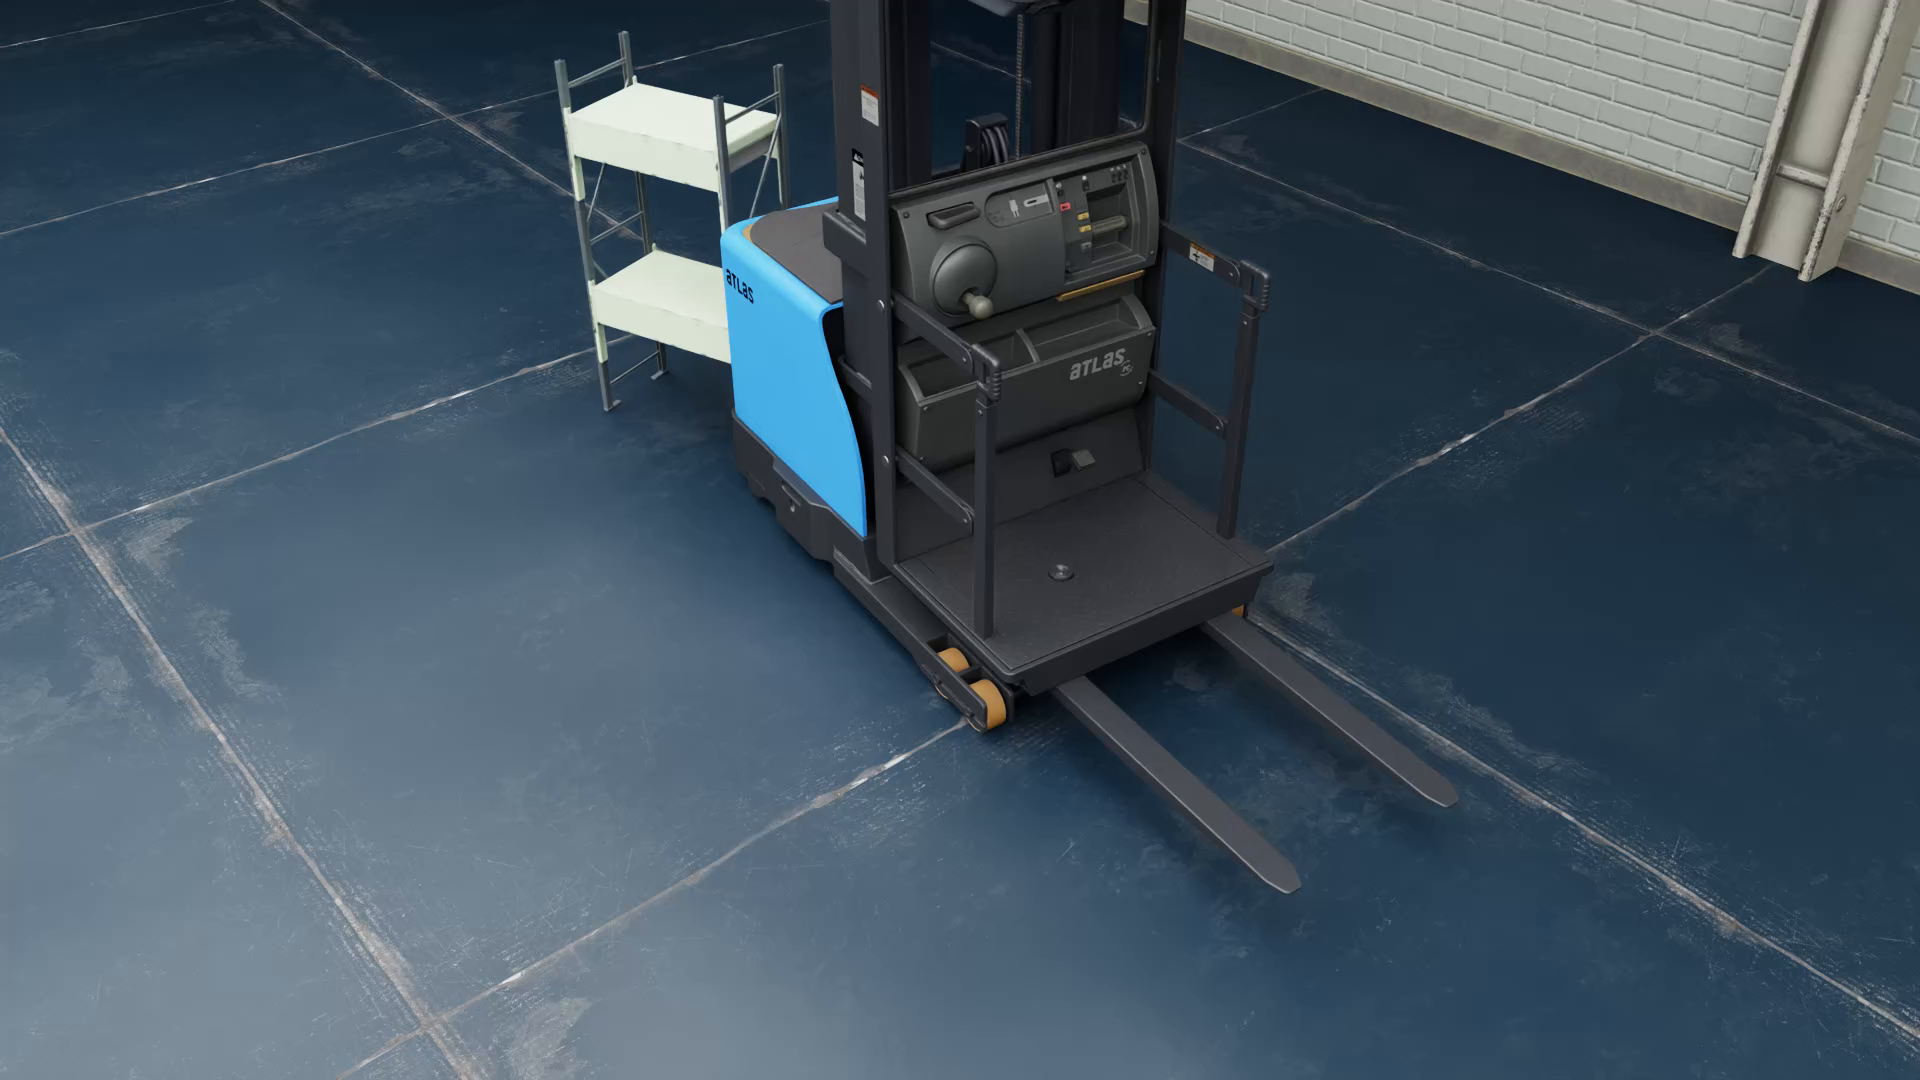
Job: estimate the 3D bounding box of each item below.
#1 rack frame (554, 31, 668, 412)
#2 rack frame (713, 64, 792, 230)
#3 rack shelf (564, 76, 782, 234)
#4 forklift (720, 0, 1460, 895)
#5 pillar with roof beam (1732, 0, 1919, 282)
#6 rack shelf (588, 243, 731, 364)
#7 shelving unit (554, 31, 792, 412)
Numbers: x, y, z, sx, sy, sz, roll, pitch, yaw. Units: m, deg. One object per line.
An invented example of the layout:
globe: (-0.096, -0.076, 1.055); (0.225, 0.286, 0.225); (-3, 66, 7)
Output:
rack frame: (-1.392, -1.256, 6.726); (0.023, 1.500, 0.400); (19, 39, 24)
rack frame: (-0.761, -1.042, 6.423); (0.023, 1.500, 0.400); (19, 39, 24)
rack shelf: (-1.077, -1.467, 6.349); (0.720, 0.370, 0.431); (19, 39, 24)
forklift: (0.342, -0.892, 4.973); (1.130, 2.935, 3.031); (-21, 40, -26)
pillar with roof beam: (0.783, -3.452, 3.338); (9.100, 9.000, 0.400); (-26, 43, -32)
rack shelf: (-1.077, -0.883, 6.763); (0.720, 0.370, 0.431); (19, 39, 24)
shelving unit: (-1.077, -1.149, 6.575); (0.755, 1.500, 0.431); (19, 39, 24)
